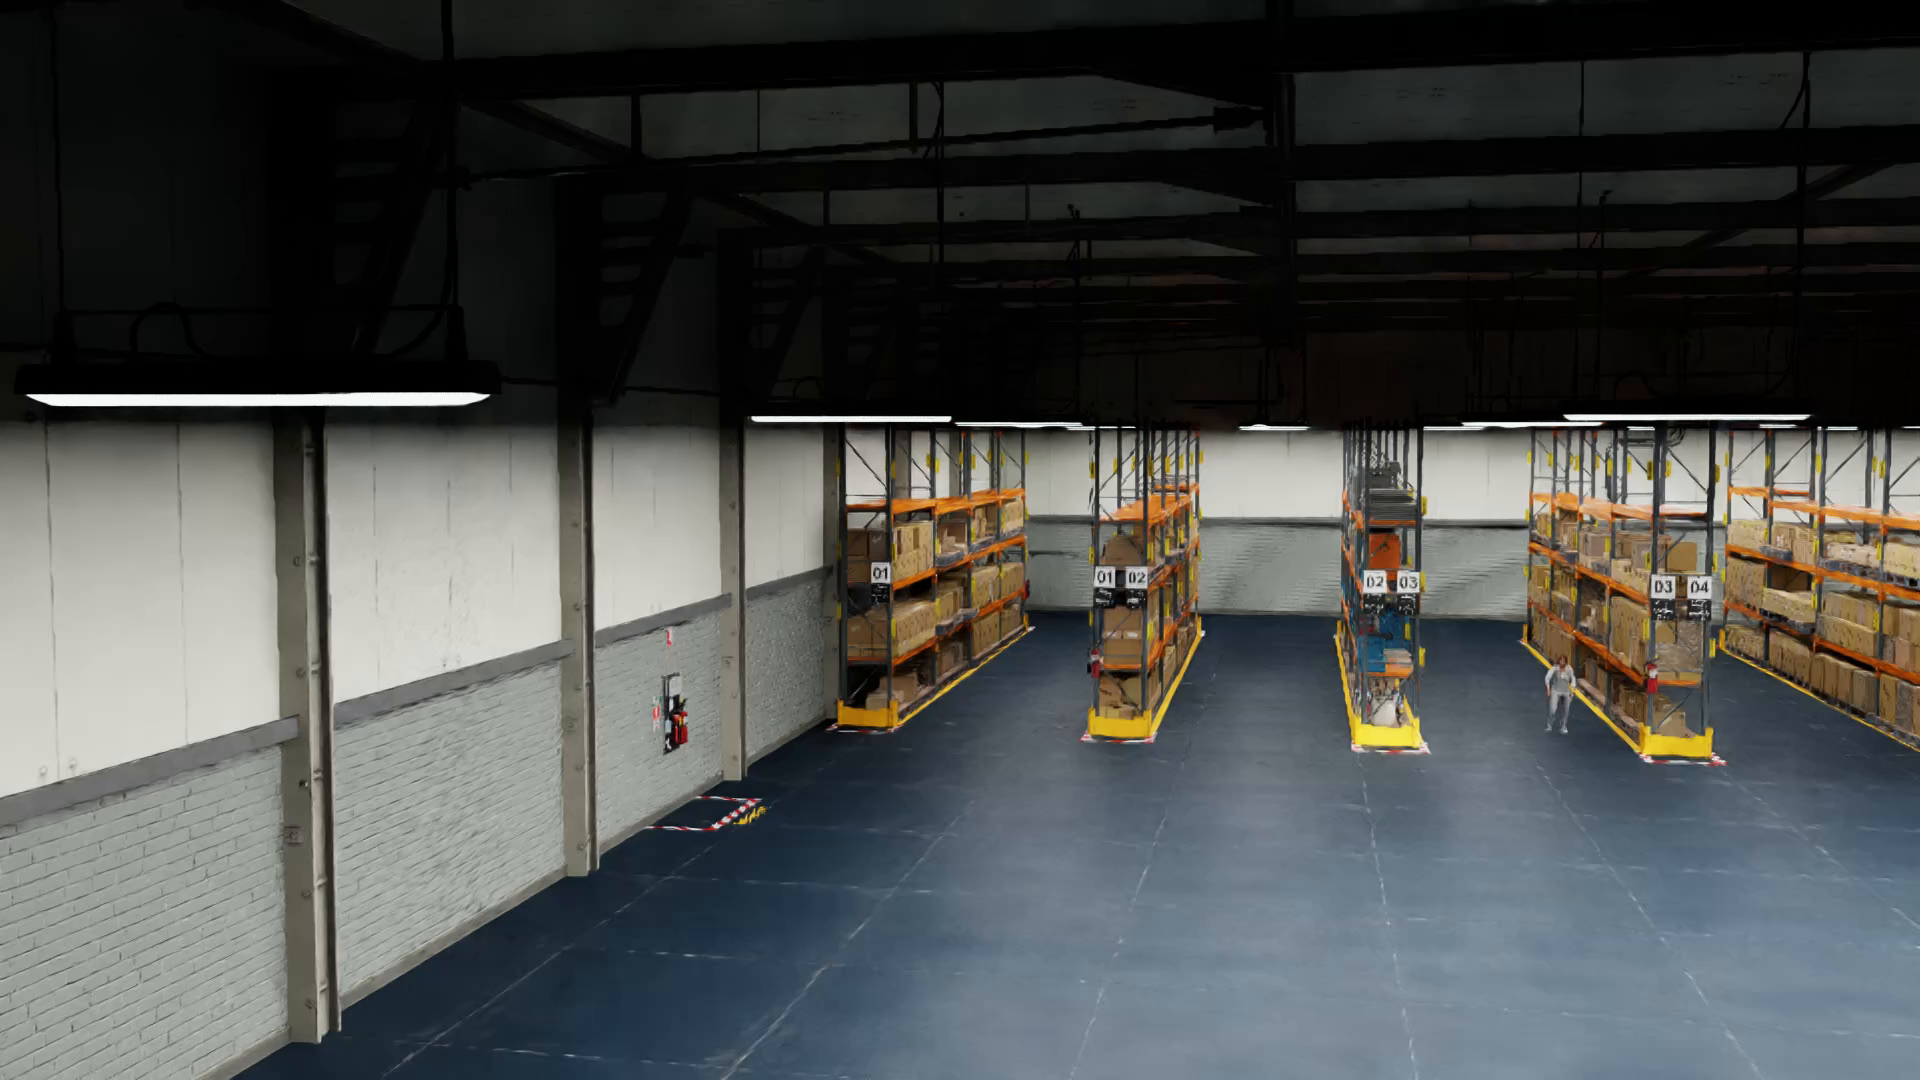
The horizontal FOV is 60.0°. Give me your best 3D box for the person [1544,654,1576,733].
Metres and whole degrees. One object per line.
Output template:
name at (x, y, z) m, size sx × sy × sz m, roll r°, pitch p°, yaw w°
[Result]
person at (11.401, 2.908, 31.601) m, size 0.566 × 1.541 × 0.519 m, roll 1°, pitch 4°, yaw 9°
